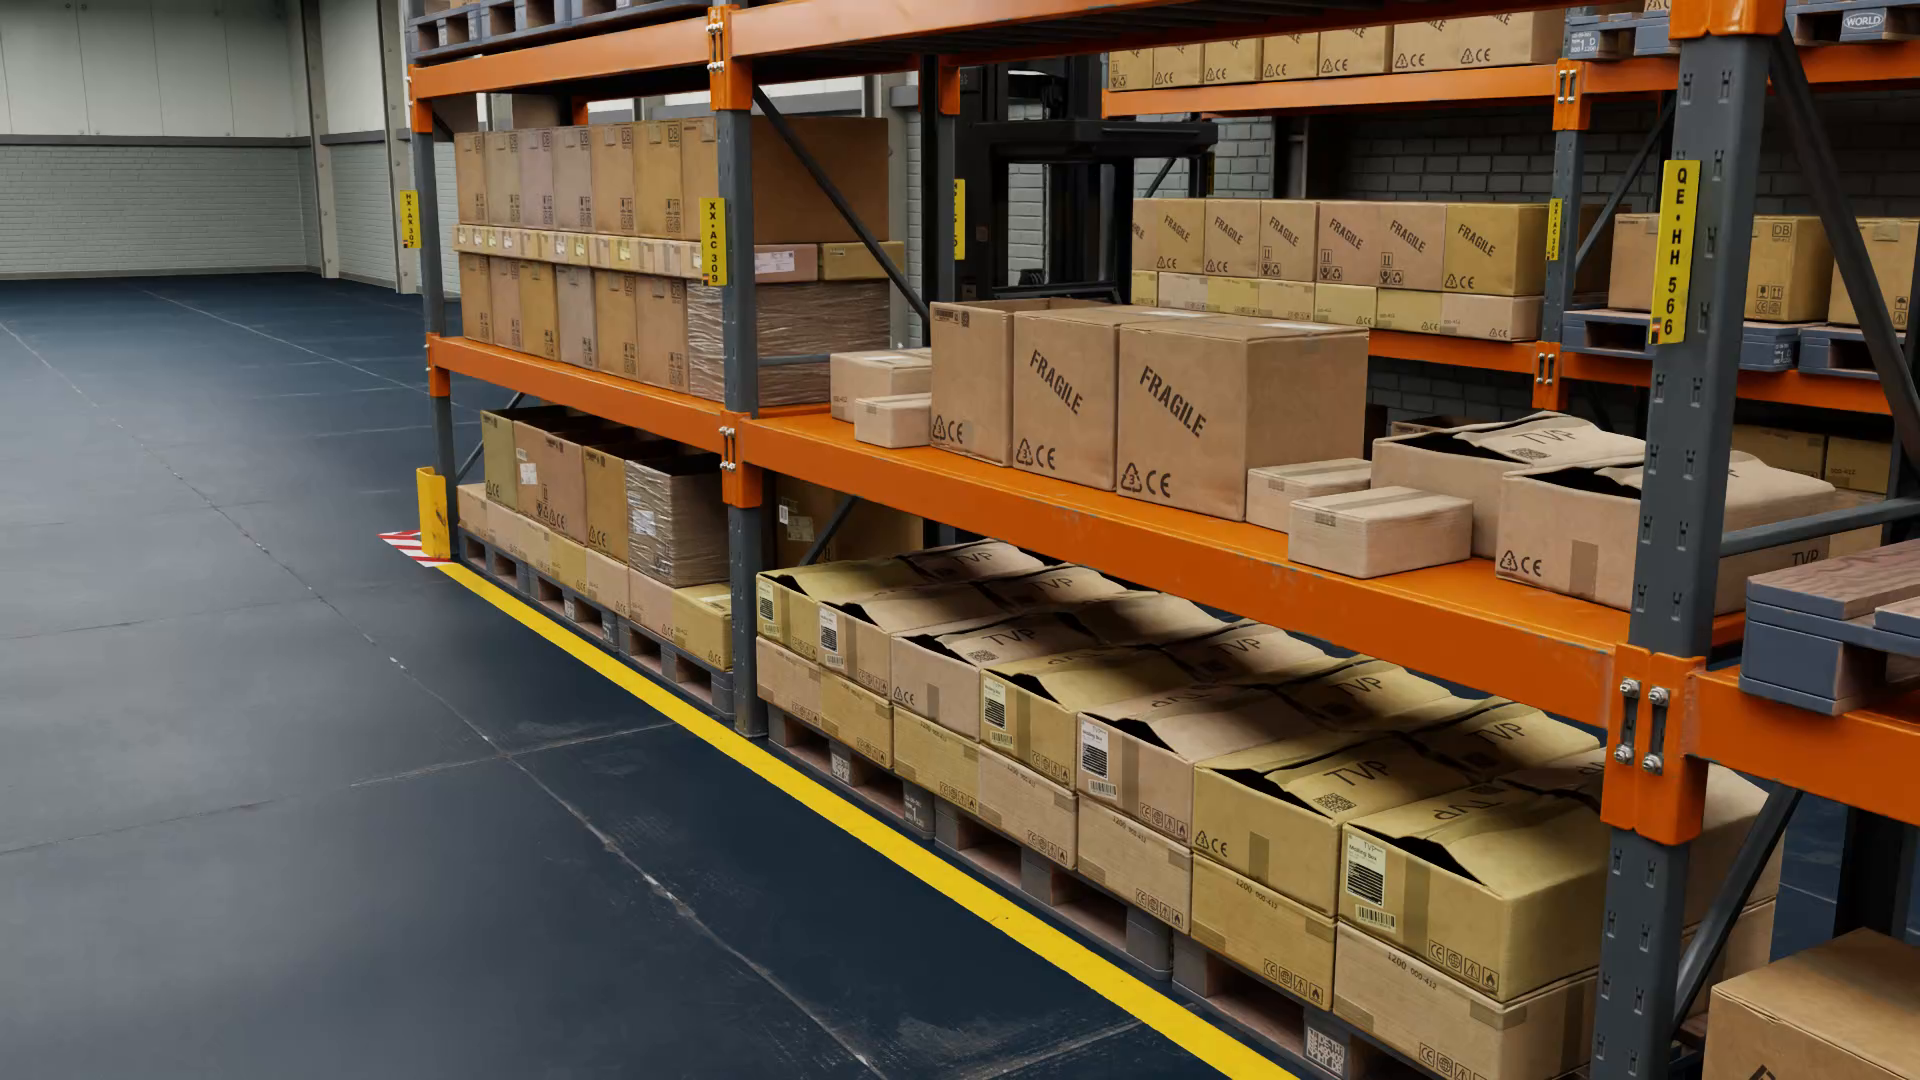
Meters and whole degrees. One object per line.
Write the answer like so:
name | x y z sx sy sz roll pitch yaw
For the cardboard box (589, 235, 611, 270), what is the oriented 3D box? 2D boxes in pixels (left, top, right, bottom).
cardboard box | -1.500 -1.344 7.734 0.380 0.149 0.250 -8 14 -31

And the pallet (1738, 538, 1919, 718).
pallet | 2.181 0.188 2.930 1.213 0.211 1.003 -8 15 -33

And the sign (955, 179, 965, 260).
sign | -0.023 -1.322 6.862 0.100 0.325 0.005 -8 15 -33

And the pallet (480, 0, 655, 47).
pallet | -1.635 -2.517 8.035 1.003 0.211 1.213 -8 15 -33

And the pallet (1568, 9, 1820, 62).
pallet | 3.906 -2.568 8.500 1.213 0.211 1.003 -8 15 -33

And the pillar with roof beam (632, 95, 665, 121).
pillar with roof beam | -7.688 -6.561 19.300 9.100 9.000 0.400 -8 15 -33

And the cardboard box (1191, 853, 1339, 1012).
cardboard box | 0.964 0.964 4.385 0.500 0.250 0.500 -8 15 -33

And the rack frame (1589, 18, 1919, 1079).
rack frame | 1.750 -0.018 3.424 0.949 2.616 0.053 -8 15 -33

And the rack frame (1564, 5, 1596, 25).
rack frame | 3.653 -4.247 8.719 1.000 3.000 0.127 -8 15 -33

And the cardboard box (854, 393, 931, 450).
cardboard box | -0.148 -0.425 5.871 0.380 0.149 0.250 -8 15 -33

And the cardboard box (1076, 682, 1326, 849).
cardboard box | 0.681 0.600 4.735 0.500 0.311 0.500 -8 15 -33

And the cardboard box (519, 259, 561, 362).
cardboard box | -1.872 -1.223 8.700 0.700 0.500 0.500 -8 15 -32

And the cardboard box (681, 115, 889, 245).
cardboard box | -0.720 -1.490 6.884 0.700 0.500 0.500 -8 15 -32

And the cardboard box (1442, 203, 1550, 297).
cardboard box | 3.133 -1.667 9.511 0.500 0.500 0.500 -8 15 -33

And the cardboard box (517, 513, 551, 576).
cardboard box | -2.017 -0.003 8.809 0.500 0.250 0.500 -8 15 -33

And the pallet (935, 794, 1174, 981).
pallet | 0.652 0.976 5.402 1.003 0.211 1.213 -8 15 -33

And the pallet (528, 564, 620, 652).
pallet | -1.555 0.269 8.636 1.003 0.211 1.213 -8 15 -33

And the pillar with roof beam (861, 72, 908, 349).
pillar with roof beam | -4.364 -5.494 14.420 9.100 9.000 0.400 -8 15 -33

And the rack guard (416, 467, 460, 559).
rack guard | -2.699 -0.224 10.215 1.175 0.500 0.348 -8 15 -33

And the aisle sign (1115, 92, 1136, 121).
aisle sign | 1.147 -3.275 12.231 0.394 0.787 0.004 -8 15 -33

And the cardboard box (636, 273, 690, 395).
cardboard box | -1.018 -0.949 7.448 0.700 0.500 0.500 -8 15 -33

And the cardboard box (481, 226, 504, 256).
cardboard box | -2.362 -1.620 8.996 0.380 0.149 0.250 -8 15 -33

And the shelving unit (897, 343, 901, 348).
shelving unit | -0.445 -0.691 10.713 0.258 1.200 0.503 -10 16 -38

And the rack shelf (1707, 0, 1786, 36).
rack shelf | 2.855 -0.776 1.552 1.077 0.370 4.000 -8 15 -33

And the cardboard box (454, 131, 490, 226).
cardboard box | -2.408 -2.029 9.350 0.700 0.500 0.500 -8 15 -33

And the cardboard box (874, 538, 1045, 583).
cardboard box | -0.006 0.173 6.690 0.500 0.311 0.500 -8 15 -33

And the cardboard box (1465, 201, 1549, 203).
cardboard box | 3.283 -1.820 10.212 0.500 0.500 0.500 -8 15 -33

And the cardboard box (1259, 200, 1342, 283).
cardboard box | 2.293 -1.938 10.751 0.500 0.500 0.500 -8 14 -31

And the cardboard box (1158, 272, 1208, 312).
cardboard box | 1.742 -1.749 11.644 0.500 0.250 0.500 -9 15 -35

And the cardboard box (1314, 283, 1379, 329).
cardboard box | 2.577 -1.478 10.405 0.500 0.250 0.500 -8 15 -33

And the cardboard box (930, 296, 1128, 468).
cardboard box | 0.235 -0.546 5.603 0.500 0.500 0.500 -7 14 -29

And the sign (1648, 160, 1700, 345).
sign | 1.287 -0.517 2.996 0.100 0.325 0.005 -8 15 -33

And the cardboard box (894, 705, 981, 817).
cardboard box | 0.120 0.693 5.626 0.500 0.250 0.500 -9 15 -34

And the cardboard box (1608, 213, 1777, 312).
cardboard box | 3.906 -1.486 8.870 0.700 0.500 0.500 -8 15 -33

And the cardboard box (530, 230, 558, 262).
cardboard box | -1.932 -1.482 8.367 0.380 0.149 0.250 -8 15 -33

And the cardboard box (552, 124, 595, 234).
cardboard box | -1.554 -1.758 8.108 0.700 0.500 0.500 -8 15 -33

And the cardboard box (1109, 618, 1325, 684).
cardboard box | 0.837 0.444 5.453 0.500 0.311 0.500 -8 15 -33

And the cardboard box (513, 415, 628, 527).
cardboard box | -2.007 -0.371 8.736 0.500 0.500 0.500 -8 15 -33

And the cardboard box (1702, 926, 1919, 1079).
cardboard box | 1.761 1.103 3.118 0.500 0.500 0.500 -7 14 -30

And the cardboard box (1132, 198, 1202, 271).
cardboard box | 1.451 -2.210 11.996 0.500 0.500 0.500 -8 15 -33

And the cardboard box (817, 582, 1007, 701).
cardboard box | -0.175 0.327 5.984 0.500 0.311 0.500 -8 15 -33

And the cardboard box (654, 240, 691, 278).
cardboard box | -1.081 -1.209 7.115 0.380 0.149 0.250 -9 15 -34

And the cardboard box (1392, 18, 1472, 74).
cardboard box | 2.898 -2.992 9.722 0.500 0.500 0.500 -10 16 -37

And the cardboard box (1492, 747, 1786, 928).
cardboard box | 1.701 0.718 4.196 0.500 0.311 0.500 -8 14 -31

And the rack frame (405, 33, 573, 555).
rack frame | -2.685 -1.441 9.929 1.000 3.000 0.127 -8 15 -33

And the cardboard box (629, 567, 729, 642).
cardboard box | -1.177 0.262 7.595 0.500 0.250 0.500 -8 15 -33

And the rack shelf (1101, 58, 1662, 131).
rack shelf | 2.545 -2.786 10.743 1.077 0.370 4.000 -8 15 -33

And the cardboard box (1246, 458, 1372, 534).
cardboard box | 0.994 -0.115 4.456 0.380 0.149 0.250 -7 14 -29

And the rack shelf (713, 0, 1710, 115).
rack shelf | 0.639 -1.488 4.805 1.077 0.370 4.000 -8 15 -33

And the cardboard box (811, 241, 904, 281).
cardboard box | -0.457 -1.166 6.919 0.380 0.149 0.250 -8 15 -33

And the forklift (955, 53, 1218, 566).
forklift | 0.703 -1.246 9.199 1.130 2.935 3.031 -10 16 -38

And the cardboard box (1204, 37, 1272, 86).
cardboard box | 1.973 -3.271 10.996 0.500 0.500 0.500 -7 14 -30

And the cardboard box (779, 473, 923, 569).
cardboard box | -0.465 -0.077 7.391 0.500 0.500 0.500 -8 15 -33

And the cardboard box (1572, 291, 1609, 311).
cardboard box | 3.571 -1.362 9.872 0.500 0.250 0.500 -8 15 -32

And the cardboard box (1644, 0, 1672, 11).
cardboard box | 3.889 -2.929 8.496 0.500 0.500 0.500 -6 14 -25

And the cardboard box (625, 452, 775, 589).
cardboard box | -1.175 -0.104 7.516 0.500 0.500 0.500 -8 15 -33
